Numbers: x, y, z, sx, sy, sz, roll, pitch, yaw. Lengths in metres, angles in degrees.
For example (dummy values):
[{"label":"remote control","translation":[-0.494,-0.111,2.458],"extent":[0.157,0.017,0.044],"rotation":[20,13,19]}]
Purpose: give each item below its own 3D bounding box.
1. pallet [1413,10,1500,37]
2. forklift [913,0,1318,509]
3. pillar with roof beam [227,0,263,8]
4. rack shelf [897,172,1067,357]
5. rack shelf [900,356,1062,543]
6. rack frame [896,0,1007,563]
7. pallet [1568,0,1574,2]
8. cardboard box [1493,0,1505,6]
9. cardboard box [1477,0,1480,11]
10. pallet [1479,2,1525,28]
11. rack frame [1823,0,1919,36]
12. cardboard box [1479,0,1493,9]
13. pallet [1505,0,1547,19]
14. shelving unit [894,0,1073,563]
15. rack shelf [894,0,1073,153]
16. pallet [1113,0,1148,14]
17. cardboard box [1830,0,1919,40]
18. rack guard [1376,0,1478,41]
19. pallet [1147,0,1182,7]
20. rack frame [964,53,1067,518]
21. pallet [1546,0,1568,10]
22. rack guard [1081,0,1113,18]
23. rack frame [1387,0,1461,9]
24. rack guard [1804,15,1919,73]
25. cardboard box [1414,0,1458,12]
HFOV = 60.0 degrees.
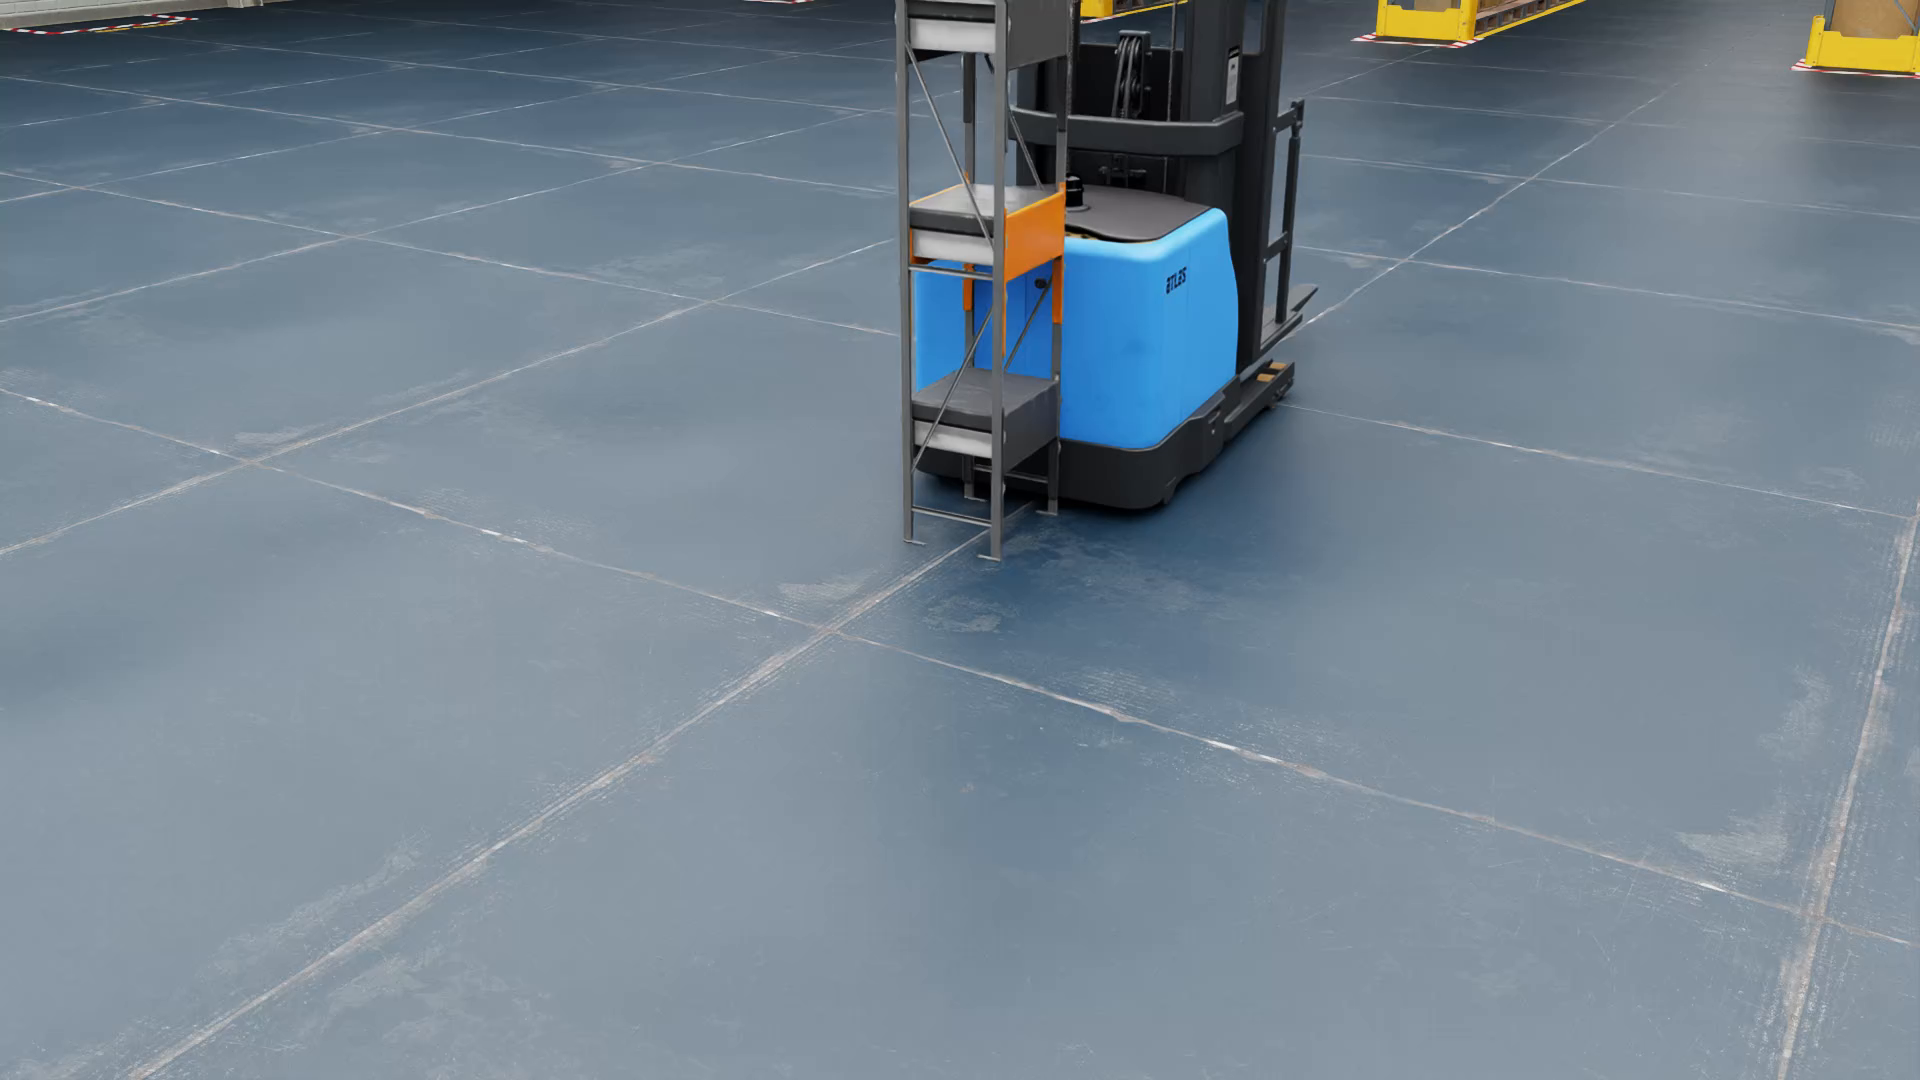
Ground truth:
[{"label":"pallet","translation":[6.255,-6.650,21.345],"extent":[1.003,0.211,1.213],"rotation":[14,27,29]},{"label":"forklift","translation":[0.918,-2.013,7.210],"extent":[1.130,2.935,3.031],"rotation":[11,26,24]},{"label":"pillar with roof beam","translation":[-6.741,-10.994,20.320],"extent":[9.100,9.000,0.400],"rotation":[14,27,29]},{"label":"rack shelf","translation":[0.084,-0.991,5.931],"extent":[0.431,0.518,0.480],"rotation":[12,26,25]},{"label":"rack shelf","translation":[0.084,-0.349,6.209],"extent":[0.431,0.518,0.480],"rotation":[12,26,25]},{"label":"rack frame","translation":[-0.031,-0.918,5.727],"extent":[0.400,2.100,0.015],"rotation":[12,26,25]},{"label":"pallet","translation":[8.919,-8.384,25.351],"extent":[1.003,0.211,1.213],"rotation":[14,27,29]},{"label":"cardboard box","translation":[7.065,-7.485,22.383],"extent":[0.500,0.500,0.500],"rotation":[11,26,24]},{"label":"cardboard box","translation":[6.386,-7.099,21.490],"extent":[0.500,0.500,0.500],"rotation":[-20,31,-39]},{"label":"pallet","translation":[6.900,-7.060,22.292],"extent":[1.003,0.211,1.213],"rotation":[14,27,29]},{"label":"rack frame","translation":[9.917,-6.563,17.636],"extent":[1.000,3.000,0.127],"rotation":[14,27,29]},{"label":"cardboard box","translation":[6.733,-7.306,21.969],"extent":[0.500,0.500,0.500],"rotation":[17,29,34]},{"label":"pallet","translation":[7.542,-7.473,23.247],"extent":[1.003,0.211,1.213],"rotation":[14,27,29]},{"label":"shelving unit","translation":[0.084,-1.004,5.925],"extent":[0.431,2.100,0.503],"rotation":[12,26,25]},{"label":"rack shelf","translation":[0.084,-1.633,5.652],"extent":[0.431,0.518,0.480],"rotation":[12,26,25]},{"label":"pallet","translation":[1.982,-7.704,23.780],"extent":[1.003,0.211,1.213],"rotation":[14,27,29]},{"label":"cardboard box","translation":[10.219,-6.024,18.535],"extent":[0.875,0.875,0.875],"rotation":[14,27,29]},{"label":"rack guard","translation":[5.797,-6.516,20.671],"extent":[1.175,0.500,0.348],"rotation":[14,27,29]},{"label":"pallet","translation":[2.626,-8.114,24.727],"extent":[1.003,0.211,1.213],"rotation":[14,27,29]},{"label":"rack frame","translation":[0.198,-1.089,6.123],"extent":[0.400,2.100,0.015],"rotation":[12,26,25]},{"label":"pallet","translation":[8.276,-7.970,24.396],"extent":[1.003,0.211,1.213],"rotation":[14,27,29]},{"label":"rack guard","translation":[1.549,-7.563,23.092],"extent":[1.175,0.500,0.348],"rotation":[14,27,29]},{"label":"rack frame","translation":[5.757,-7.637,20.116],"extent":[1.000,3.000,0.127],"rotation":[14,27,29]},{"label":"rack guard","translation":[9.904,-5.408,18.114],"extent":[1.175,0.500,0.348],"rotation":[14,27,29]},{"label":"cardboard box","translation":[6.100,-6.890,21.007],"extent":[0.500,0.500,0.500],"rotation":[20,30,38]}]
